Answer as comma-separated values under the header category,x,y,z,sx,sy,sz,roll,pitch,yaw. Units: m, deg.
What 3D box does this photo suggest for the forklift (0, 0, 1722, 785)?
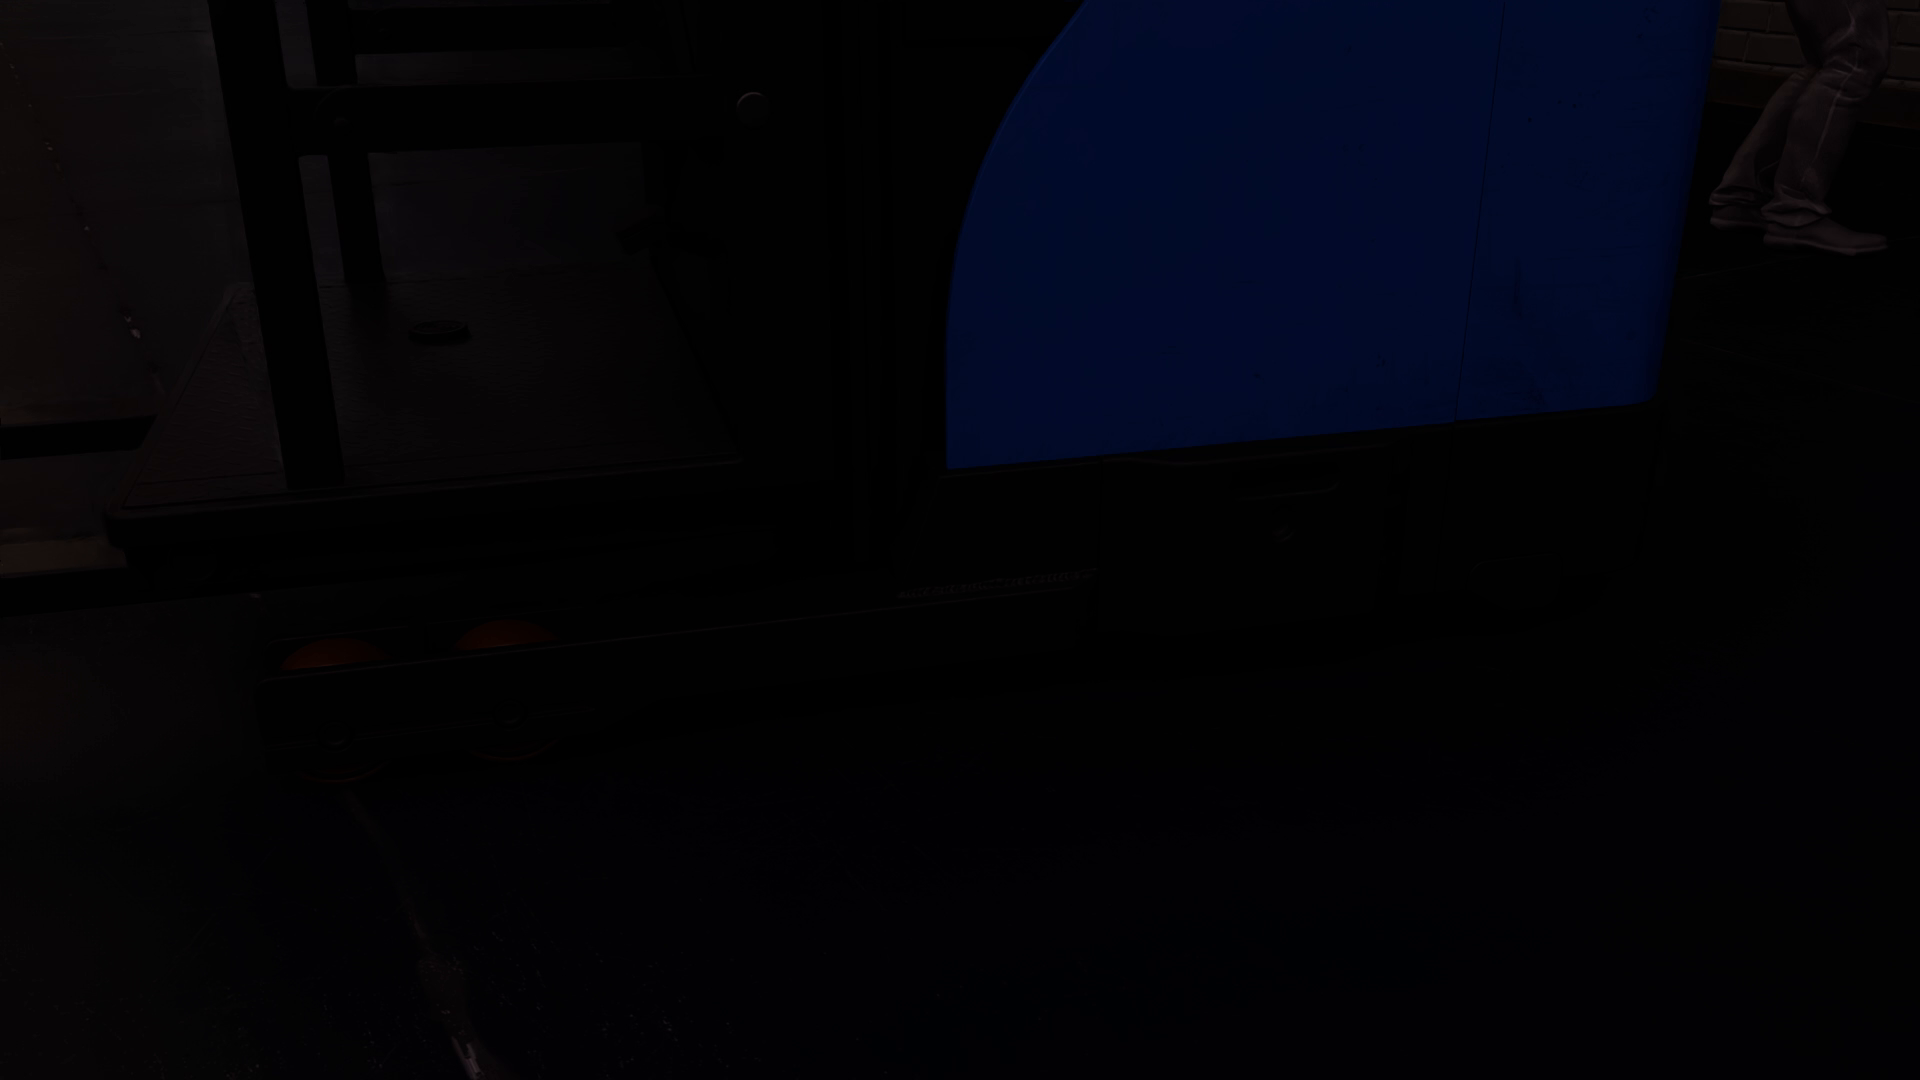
category,x,y,z,sx,sy,sz,roll,pitch,yaw
forklift,-0.588,-1.294,1.926,3.031,2.935,1.130,-6,23,-14

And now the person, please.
category,x,y,z,sx,sy,sz,roll,pitch,yaw
person,2.356,-1.646,4.400,0.516,1.718,0.791,14,26,30
